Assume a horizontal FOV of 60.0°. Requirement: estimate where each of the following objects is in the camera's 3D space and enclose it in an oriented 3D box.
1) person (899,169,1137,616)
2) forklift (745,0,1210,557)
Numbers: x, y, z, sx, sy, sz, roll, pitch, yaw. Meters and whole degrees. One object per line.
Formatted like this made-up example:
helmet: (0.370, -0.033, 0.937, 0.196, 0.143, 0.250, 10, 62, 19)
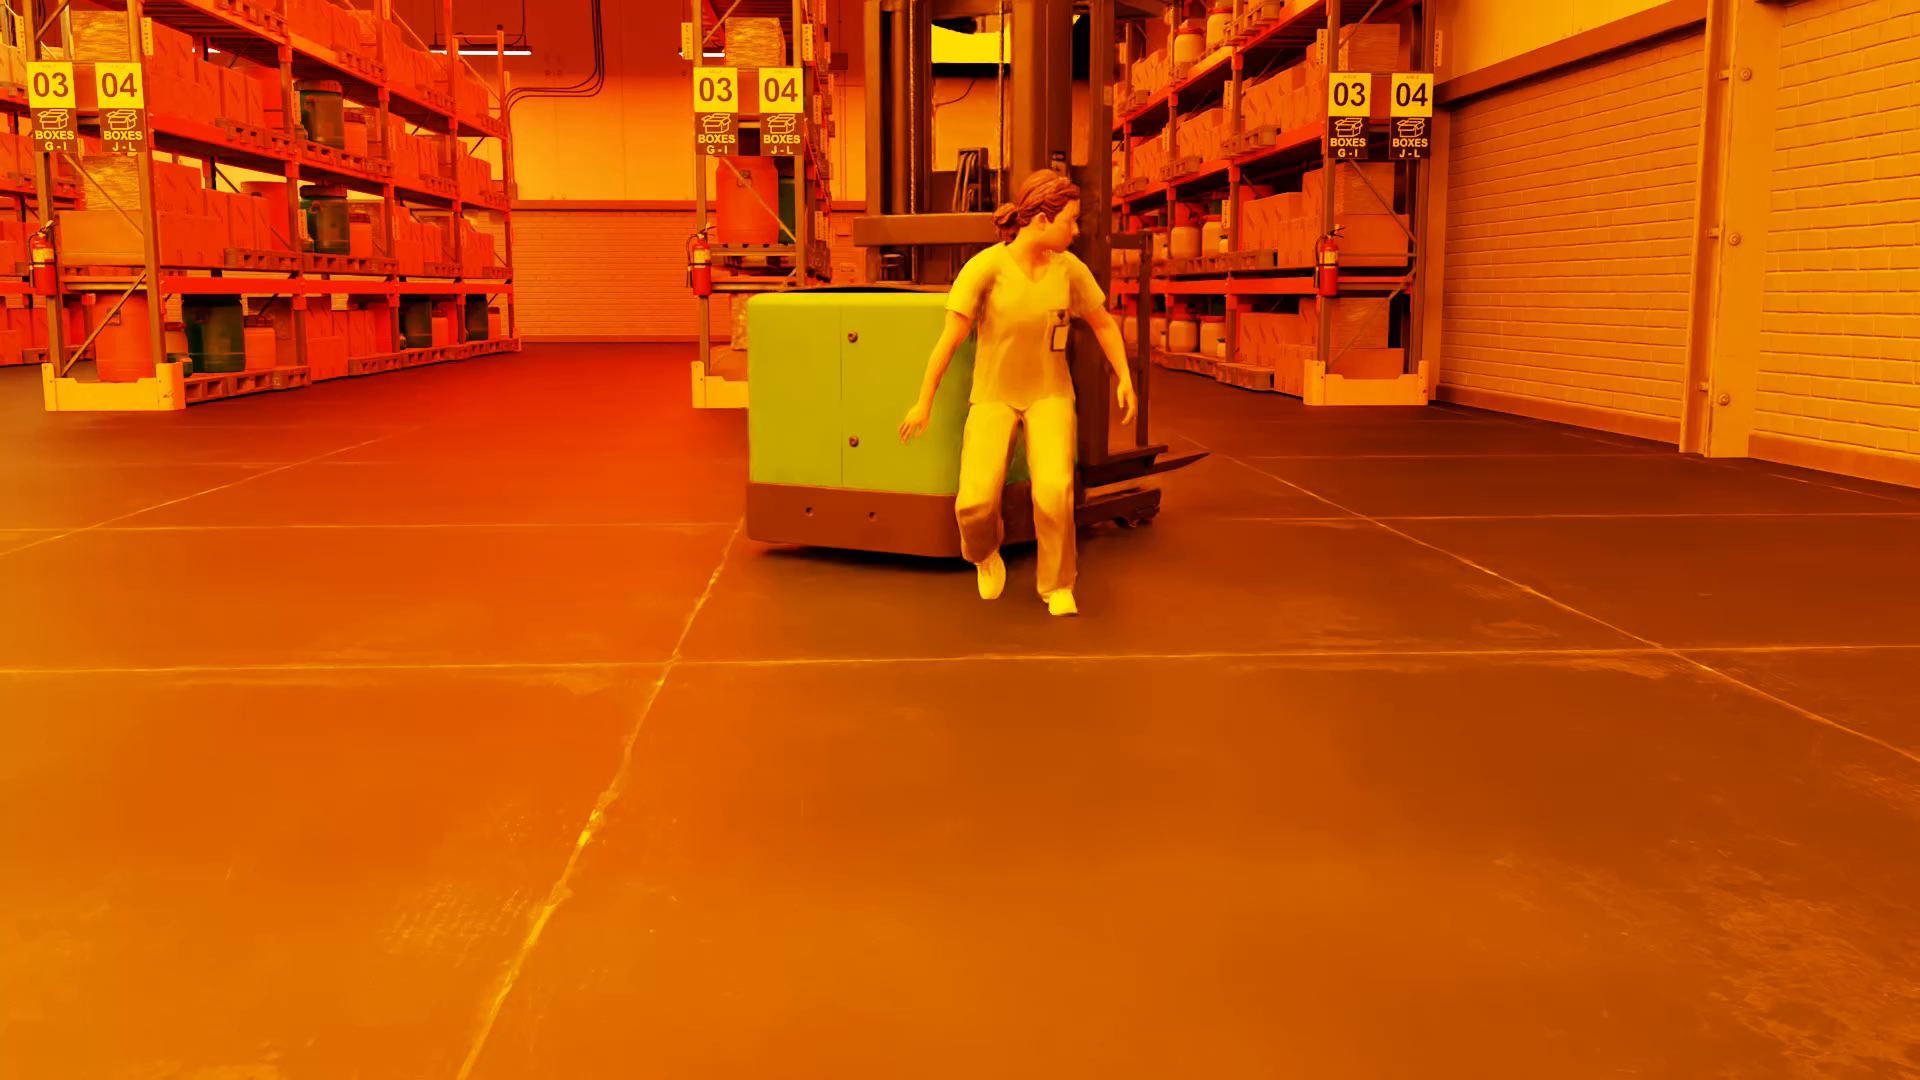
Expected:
person: (0.185, -0.489, 5.634, 0.799, 1.481, 0.584, -1, 9, -8)
forklift: (0.297, -1.537, 7.680, 1.130, 2.935, 3.031, 5, 10, 30)
